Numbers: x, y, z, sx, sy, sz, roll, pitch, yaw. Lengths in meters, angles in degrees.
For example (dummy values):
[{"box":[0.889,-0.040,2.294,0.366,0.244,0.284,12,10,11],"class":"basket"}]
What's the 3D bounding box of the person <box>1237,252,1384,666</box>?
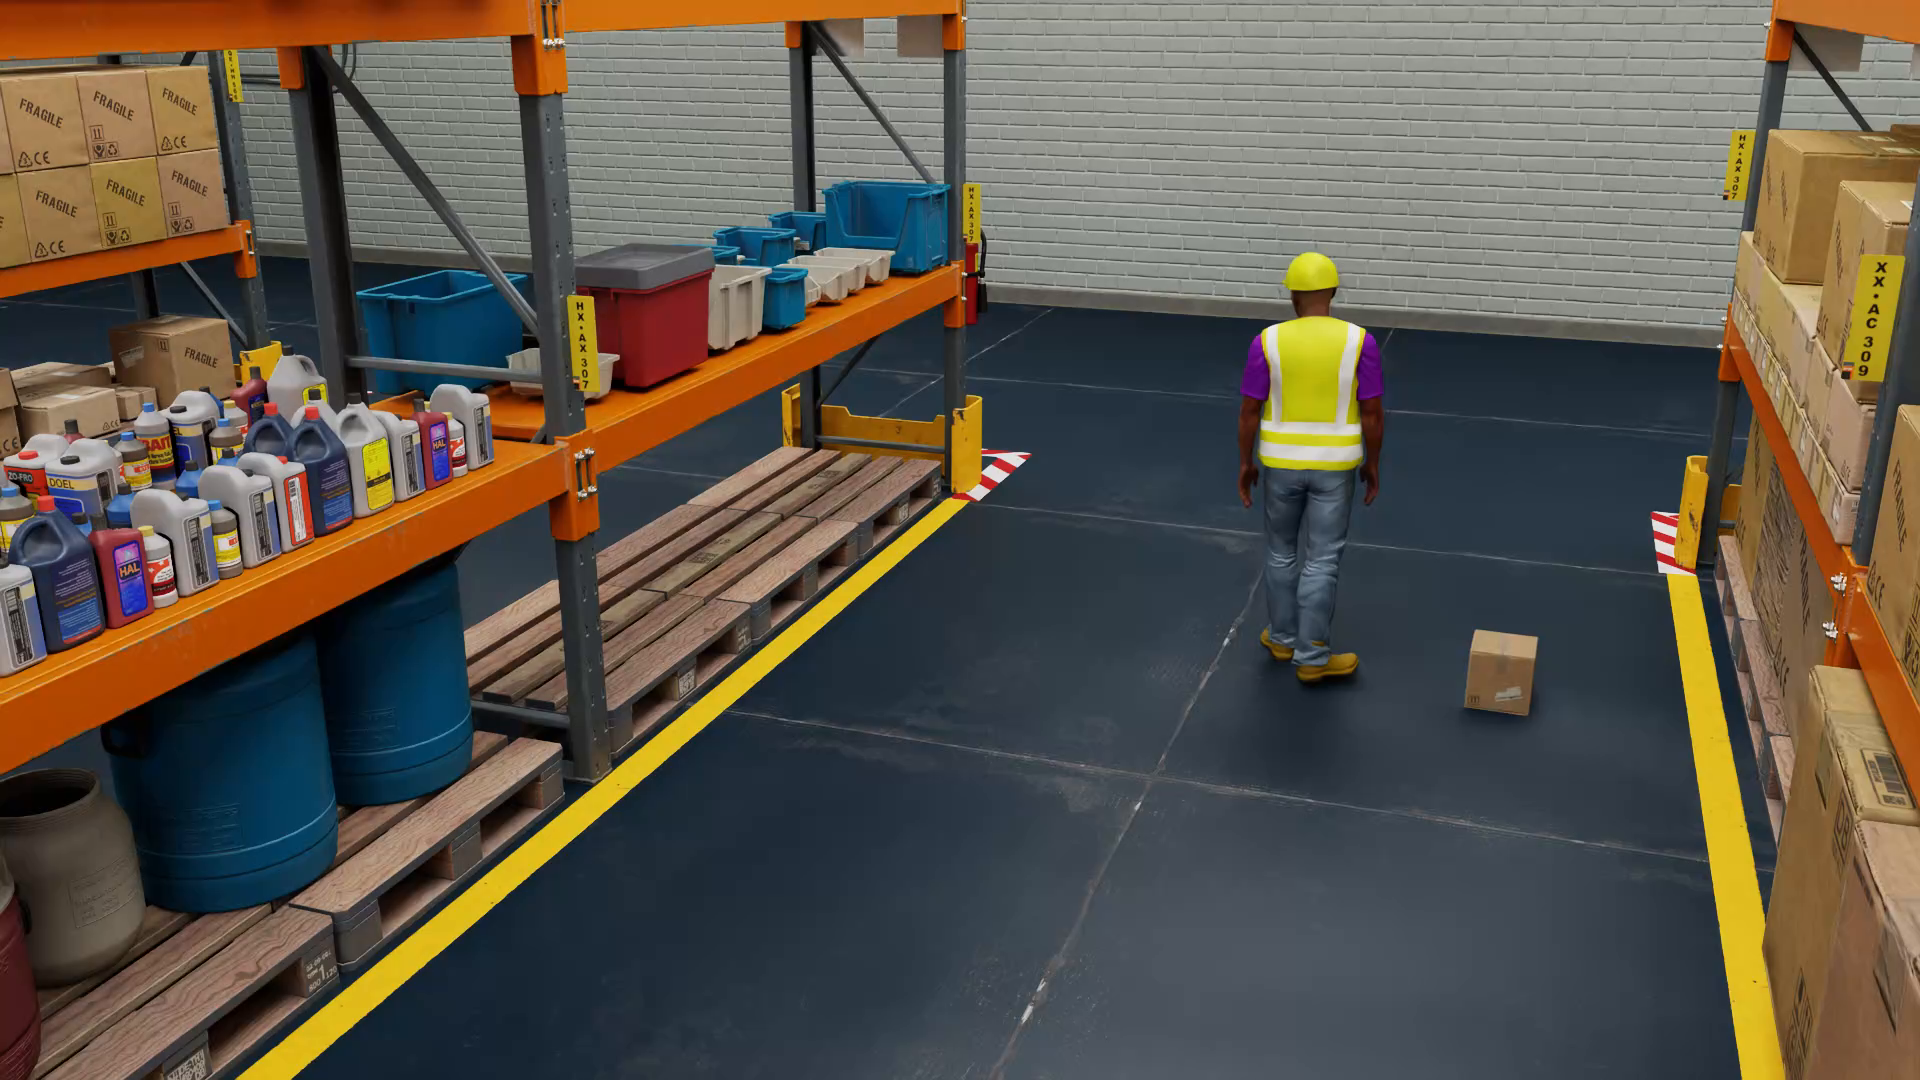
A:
[{"box":[1.443,-0.328,6.910,0.590,1.698,0.517,6,19,17],"class":"person"}]
